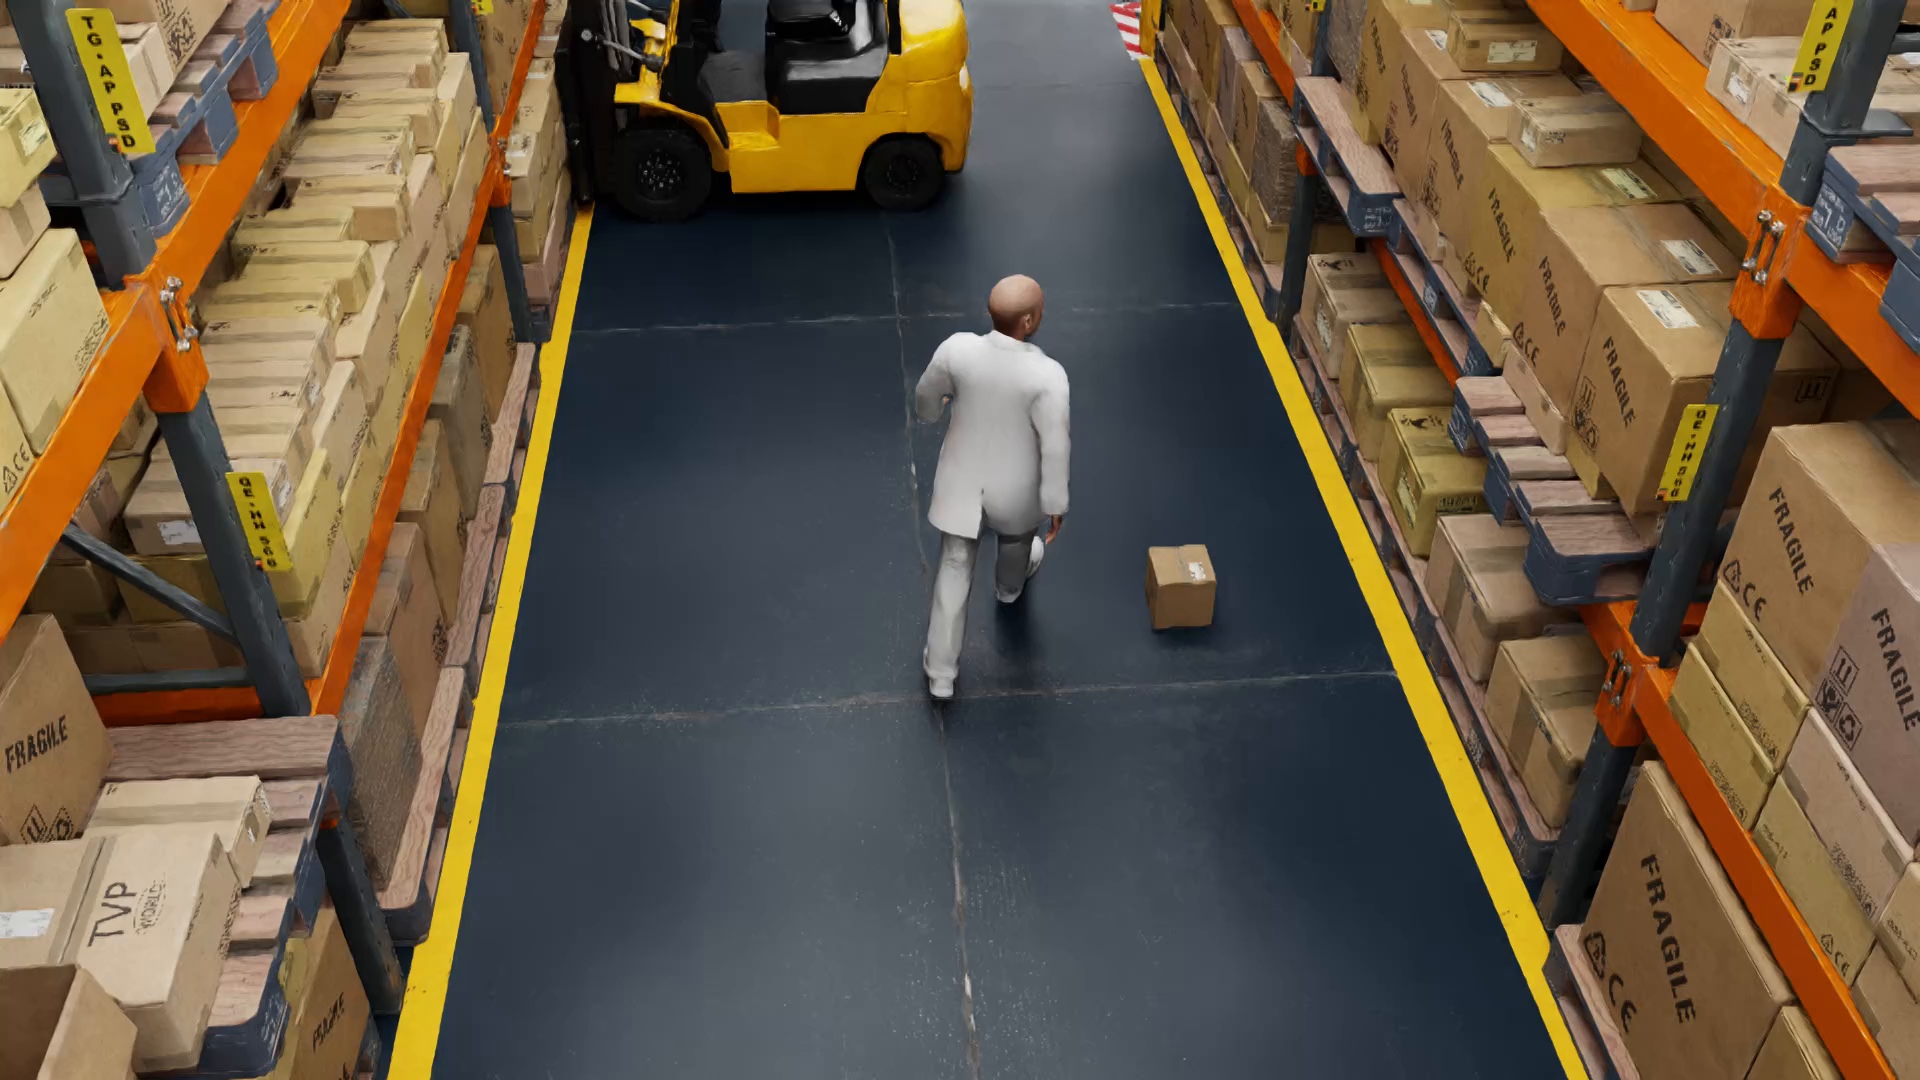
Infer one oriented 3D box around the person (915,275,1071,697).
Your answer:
[{"bbox_3d":[0.120,-0.299,6.554,0.732,1.734,1.086,12,40,14],"label":"person"}]
